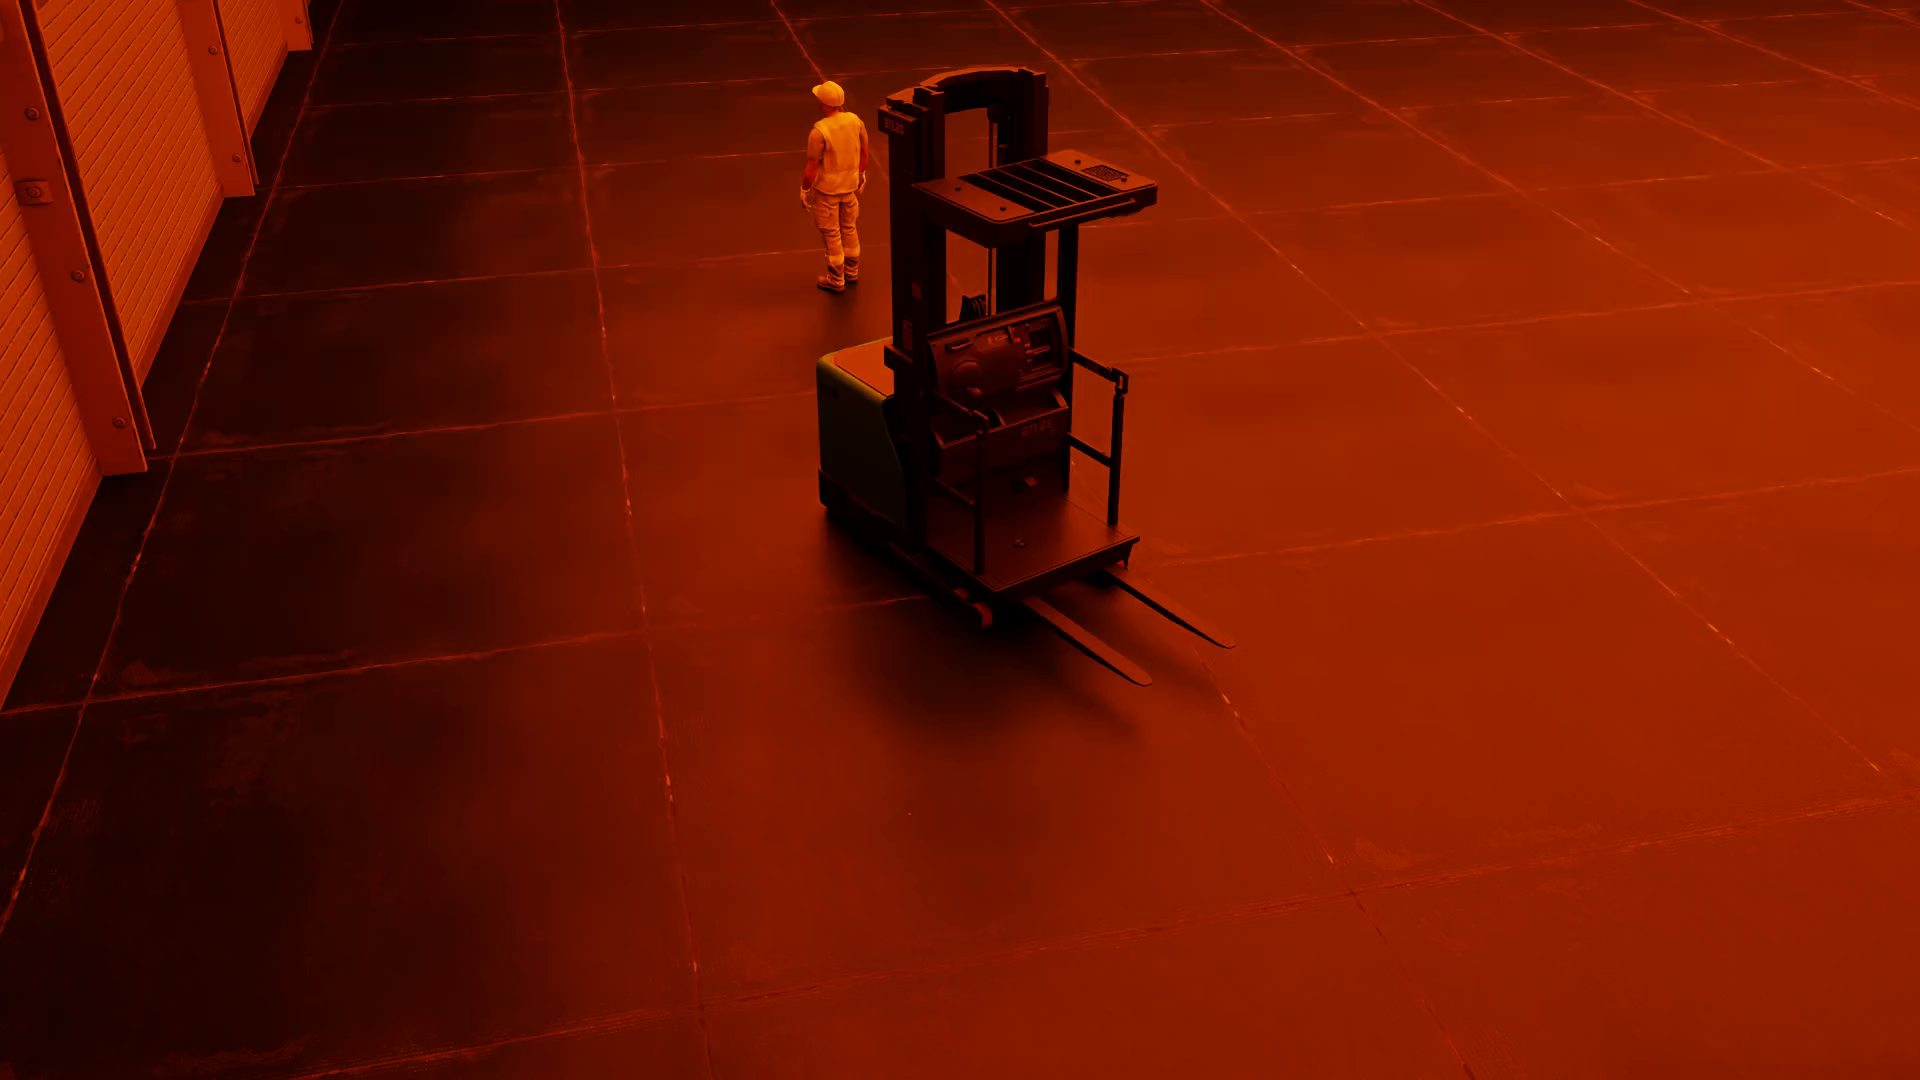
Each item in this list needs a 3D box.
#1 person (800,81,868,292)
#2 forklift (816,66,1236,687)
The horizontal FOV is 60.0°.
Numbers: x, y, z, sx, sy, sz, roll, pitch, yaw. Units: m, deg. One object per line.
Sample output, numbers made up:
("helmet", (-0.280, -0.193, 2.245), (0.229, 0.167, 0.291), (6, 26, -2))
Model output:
("person", (-1.076, -2.938, 13.774), (0.637, 1.790, 0.562), (-21, 36, -32))
("forklift", (0.355, -1.021, 9.338), (1.130, 2.935, 3.031), (-20, 35, -30))
